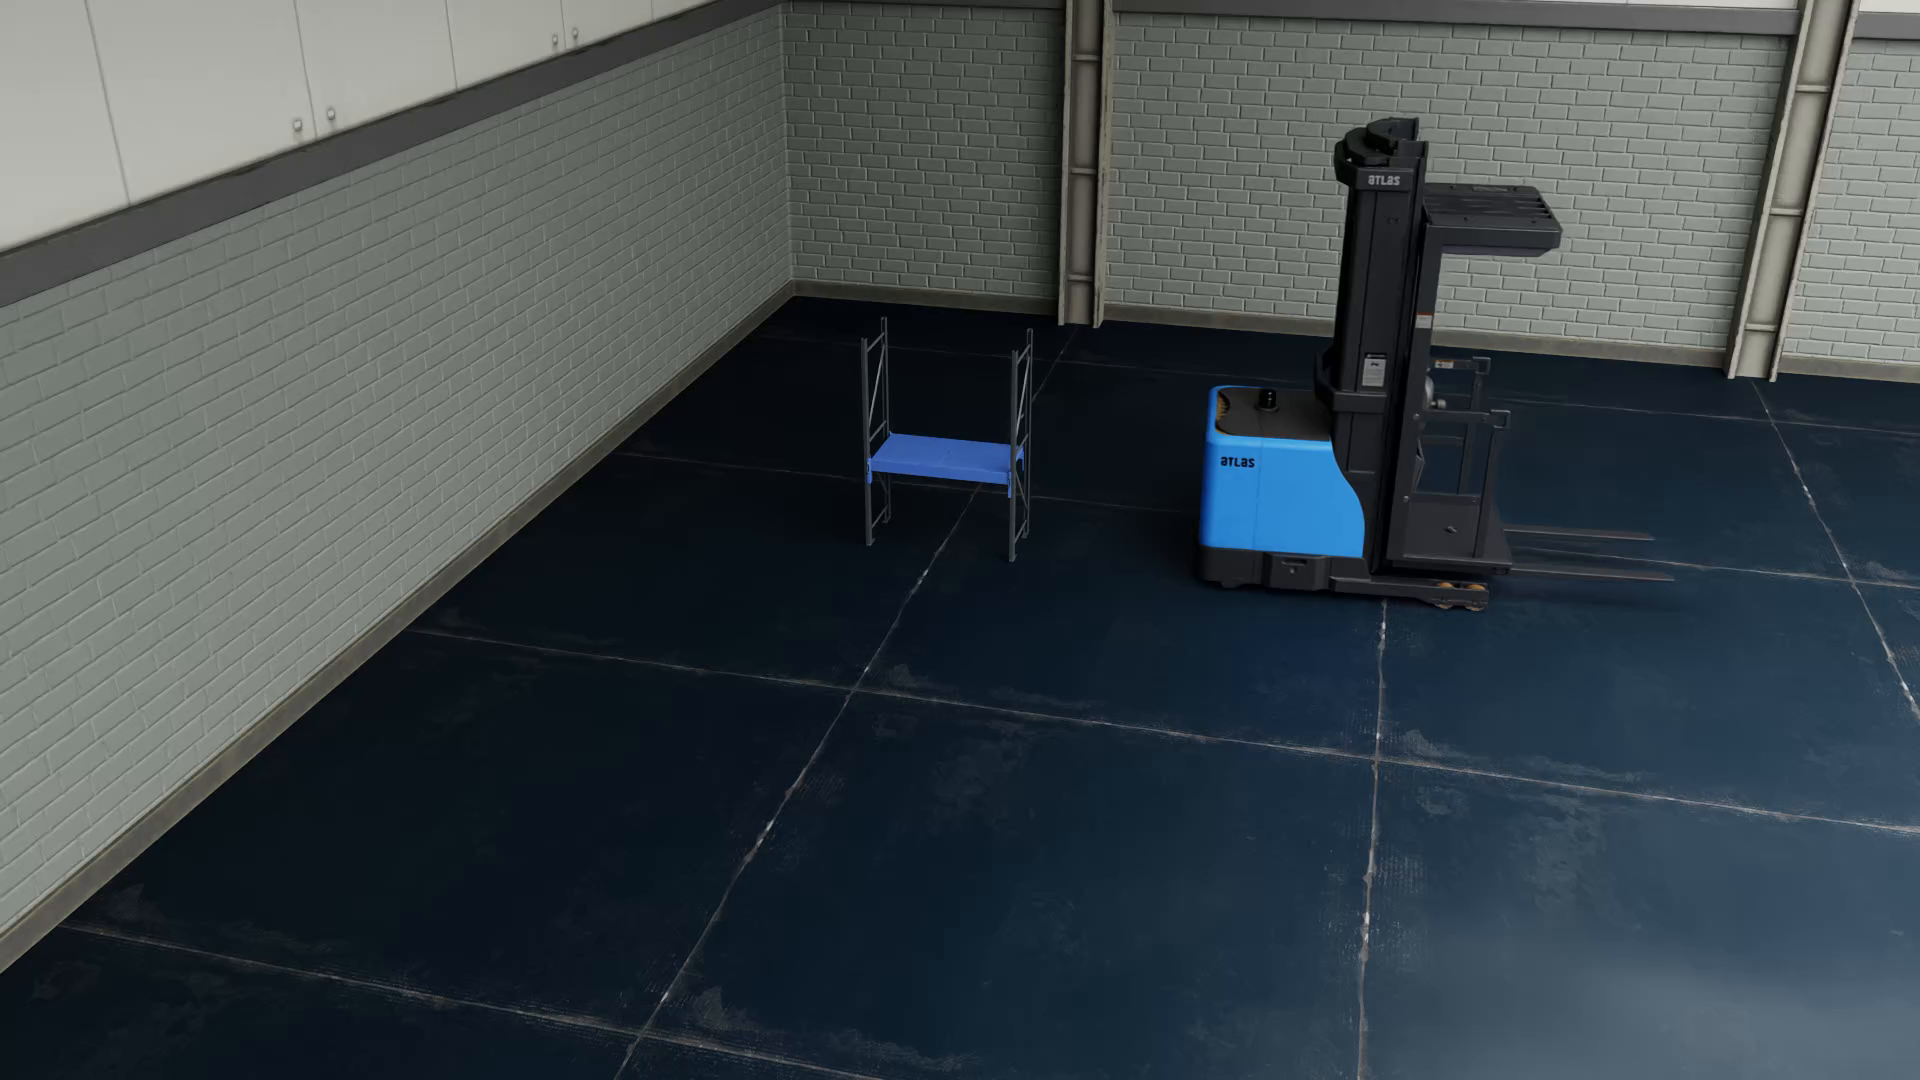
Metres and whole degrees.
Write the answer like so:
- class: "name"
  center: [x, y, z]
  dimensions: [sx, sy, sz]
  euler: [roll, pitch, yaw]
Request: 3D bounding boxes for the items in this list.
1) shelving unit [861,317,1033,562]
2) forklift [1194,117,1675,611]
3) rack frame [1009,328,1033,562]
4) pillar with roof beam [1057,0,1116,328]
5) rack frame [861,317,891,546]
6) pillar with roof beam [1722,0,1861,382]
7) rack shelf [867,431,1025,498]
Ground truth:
- class: "shelving unit"
  center: [-0.083, -0.686, 11.328]
  dimensions: [1.048, 1.500, 0.538]
  euler: [6, 26, 13]
- class: "forklift"
  center: [3.110, -1.115, 10.564]
  dimensions: [3.031, 2.935, 1.130]
  euler: [4, 26, 8]
- class: "rack frame"
  center: [0.410, -0.632, 11.214]
  dimensions: [0.032, 1.500, 0.500]
  euler: [6, 26, 13]
- class: "pillar with roof beam"
  center: [0.094, -4.380, 10.363]
  dimensions: [0.400, 9.000, 9.100]
  euler: [6, 26, 13]
- class: "rack frame"
  center: [-0.575, -0.741, 11.443]
  dimensions: [0.032, 1.500, 0.500]
  euler: [6, 26, 13]
- class: "pillar with roof beam"
  center: [5.905, -3.737, 9.014]
  dimensions: [0.400, 9.000, 9.100]
  euler: [6, 26, 13]
- class: "rack shelf"
  center: [-0.083, -0.524, 11.406]
  dimensions: [1.000, 0.185, 0.538]
  euler: [6, 26, 13]
